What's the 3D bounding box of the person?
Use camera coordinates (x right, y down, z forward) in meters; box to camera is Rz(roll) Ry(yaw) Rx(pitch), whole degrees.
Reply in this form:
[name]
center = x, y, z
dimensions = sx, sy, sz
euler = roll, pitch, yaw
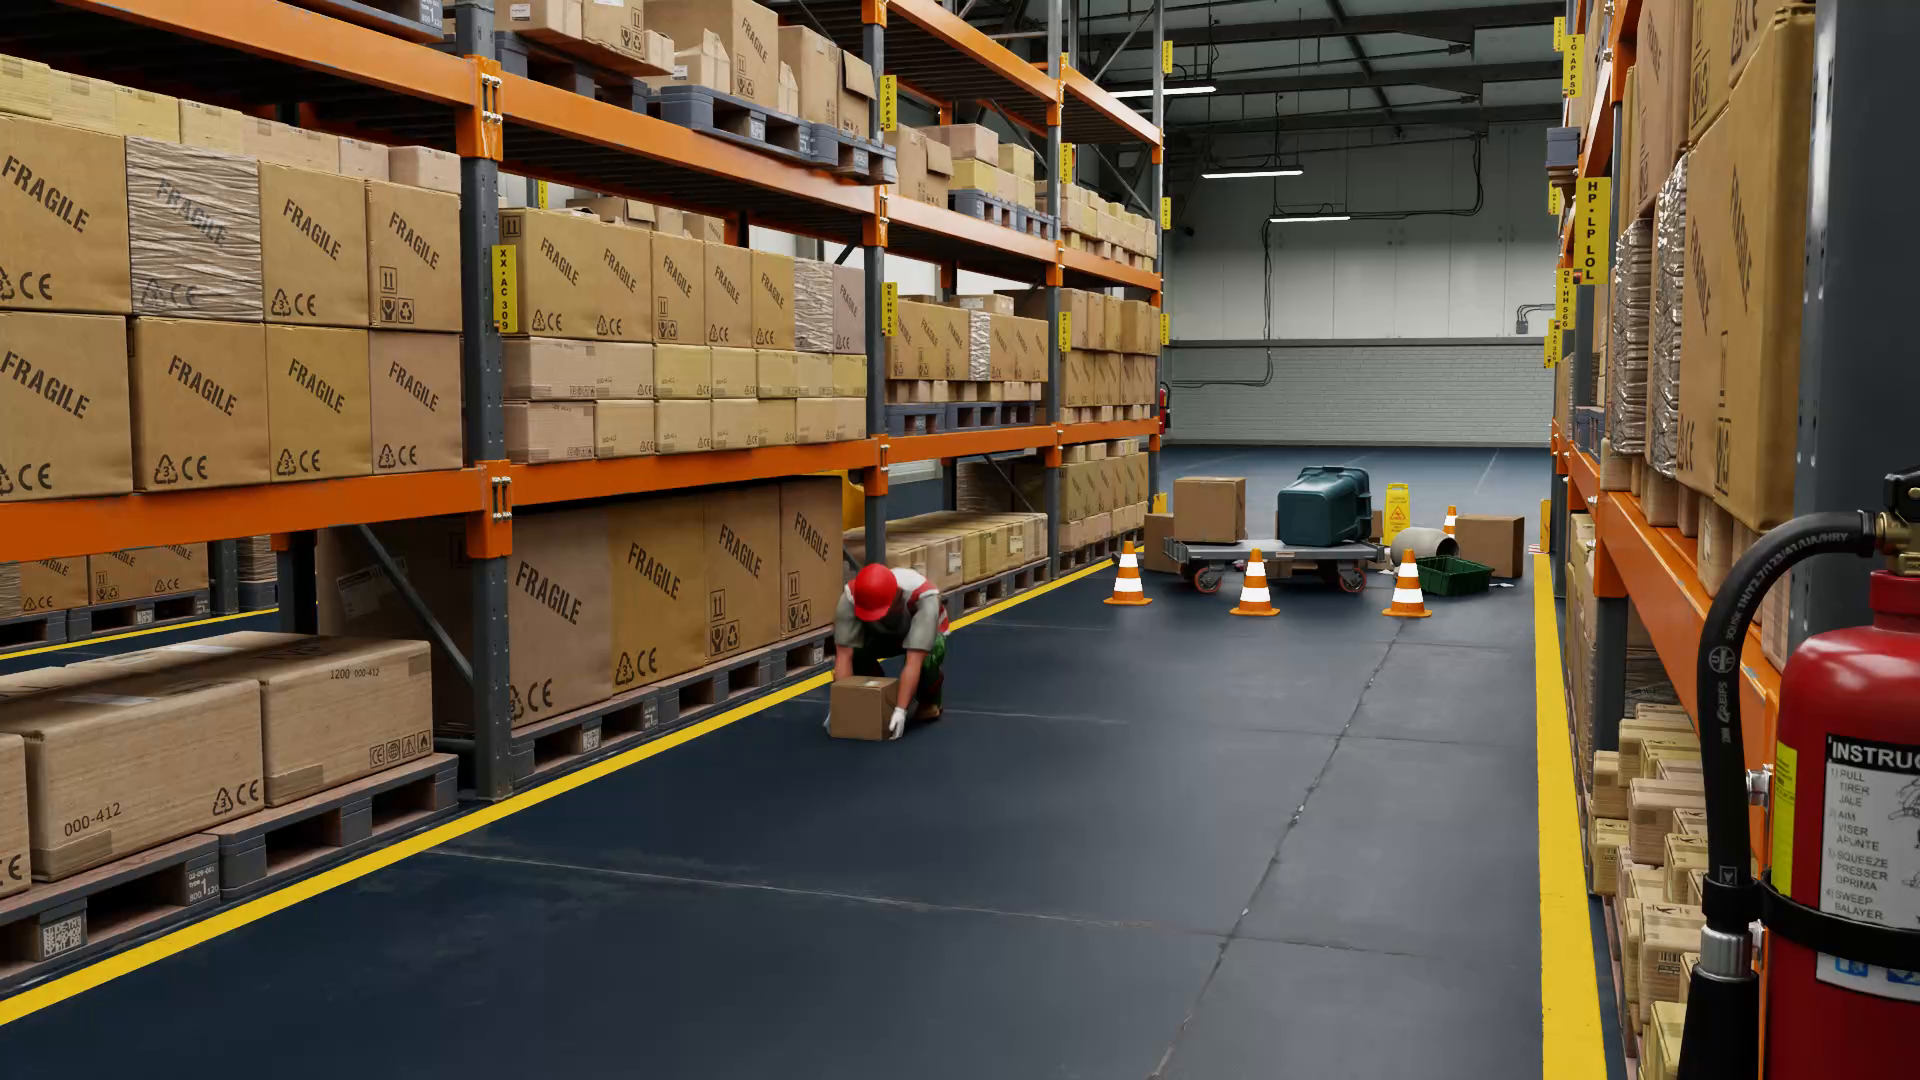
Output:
[person]
center = -0.323, 0.512, 7.977
dimensions = 0.542, 0.874, 0.901
euler = 2, 5, 18
